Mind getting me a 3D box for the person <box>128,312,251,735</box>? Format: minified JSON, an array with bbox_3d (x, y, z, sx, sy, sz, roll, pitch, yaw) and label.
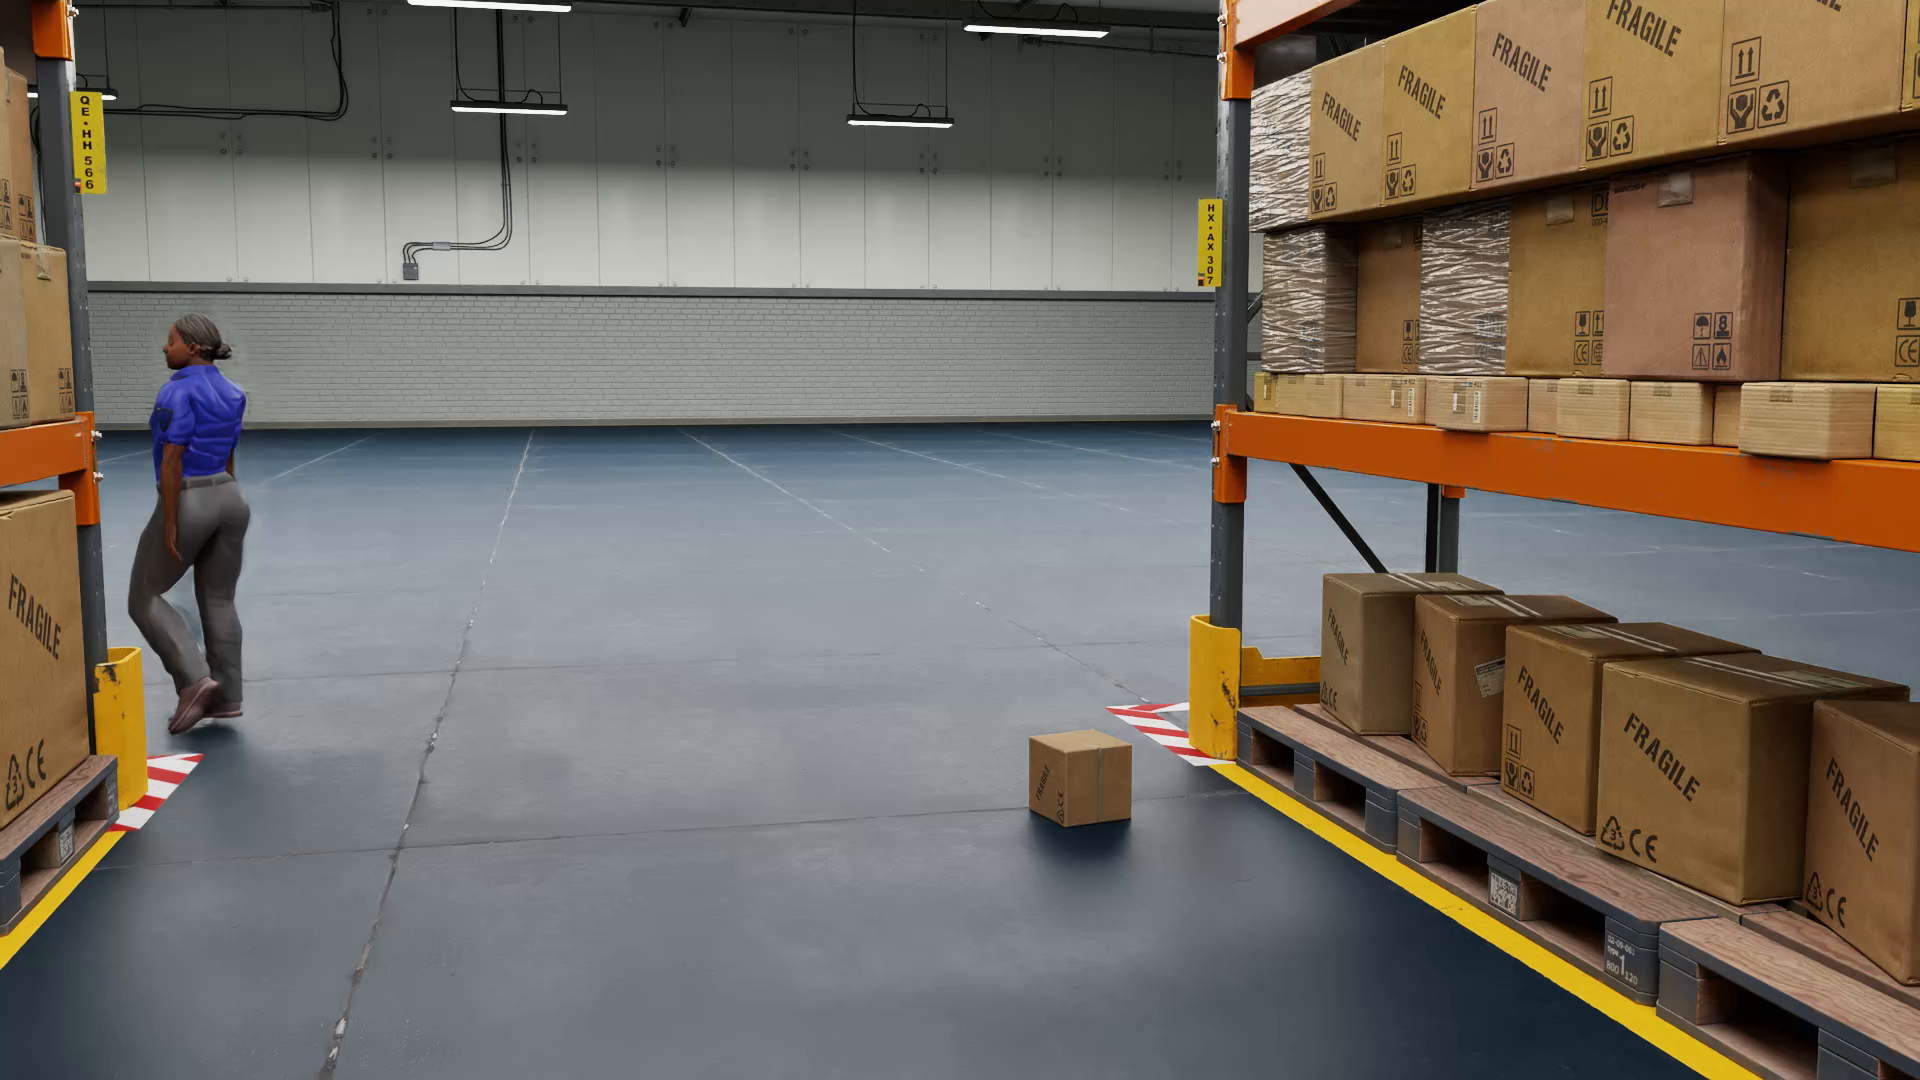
[{"bbox_3d":[-3.115,-0.066,6.717,0.399,1.691,0.454,3,7,22],"label":"person"}]
